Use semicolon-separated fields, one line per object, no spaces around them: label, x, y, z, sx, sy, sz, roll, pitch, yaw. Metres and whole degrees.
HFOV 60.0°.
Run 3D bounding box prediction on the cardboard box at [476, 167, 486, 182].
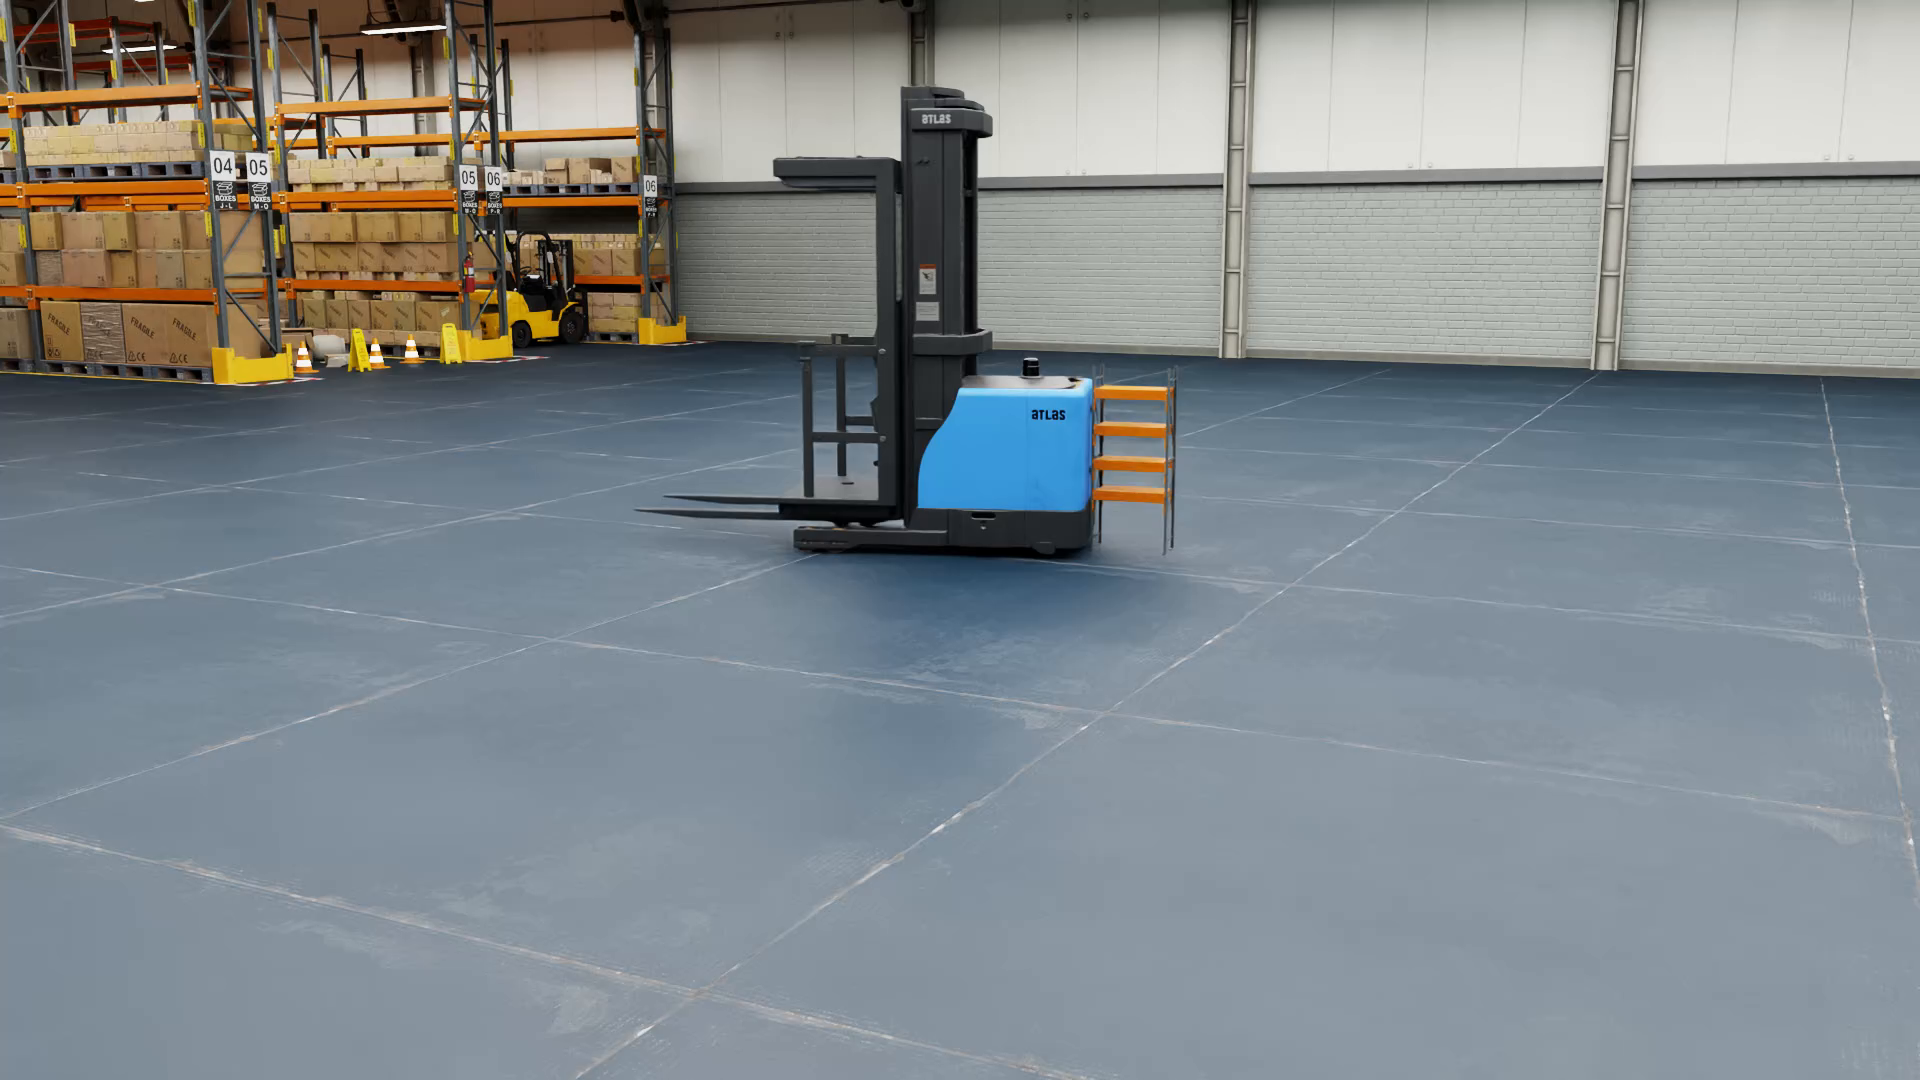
cardboard box;-8.384;-6.196;28.208;0.500;0.250;0.500;5;11;25

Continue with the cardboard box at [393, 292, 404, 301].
cardboard box;-9.468;-4.167;28.449;0.250;0.149;0.380;5;12;27

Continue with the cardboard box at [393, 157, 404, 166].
cardboard box;-9.357;-6.382;28.115;0.250;0.149;0.380;5;11;26

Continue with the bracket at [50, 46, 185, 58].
bracket;-19.685;-11.405;38.874;4.783;0.066;0.076;5;11;26

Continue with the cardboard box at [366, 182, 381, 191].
cardboard box;-9.892;-6.015;28.328;0.250;0.149;0.380;5;11;25

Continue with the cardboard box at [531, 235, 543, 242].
cardboard box;-8.353;-6.039;33.235;0.250;0.149;0.380;5;11;25

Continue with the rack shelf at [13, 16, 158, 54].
rack shelf;-17.019;-9.587;31.622;4.000;0.370;1.077;5;11;26

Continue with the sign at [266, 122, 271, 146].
sign;-9.900;-5.800;23.757;0.005;0.325;0.100;5;11;26

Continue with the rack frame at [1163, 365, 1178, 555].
rack frame;1.356;-0.515;10.704;0.015;1.200;0.240;4;11;19

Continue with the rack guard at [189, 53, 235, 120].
rack guard;-21.782;-6.748;31.672;4.258;6.000;15.961;5;11;26

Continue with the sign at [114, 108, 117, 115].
sign;-19.943;-10.196;39.232;0.005;0.325;0.100;5;11;26

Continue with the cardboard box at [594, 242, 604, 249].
cardboard box;-6.958;-5.777;32.623;0.250;0.149;0.380;5;11;25

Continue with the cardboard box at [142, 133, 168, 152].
cardboard box;-11.162;-5.605;23.481;0.500;0.250;0.500;5;11;26

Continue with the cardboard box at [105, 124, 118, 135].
cardboard box;-11.971;-5.860;23.772;0.250;0.149;0.380;5;11;26

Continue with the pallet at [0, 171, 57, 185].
pallet;-14.582;-5.529;25.470;1.217;0.209;0.805;5;11;24

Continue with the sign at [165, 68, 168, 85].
sign;-14.994;-8.734;31.376;0.005;0.325;0.100;5;11;26

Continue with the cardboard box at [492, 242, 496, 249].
cardboard box;-9.276;-5.975;33.720;0.250;0.149;0.380;5;11;25

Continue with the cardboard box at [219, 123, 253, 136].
cardboard box;-10.309;-5.845;23.686;0.250;0.149;0.380;5;11;26

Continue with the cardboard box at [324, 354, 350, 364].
cardboard box;-10.120;-2.943;27.076;0.380;0.149;0.250;-7;12;-33

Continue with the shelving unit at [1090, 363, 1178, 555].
shelving unit;1.126;-0.529;10.784;0.503;1.200;0.258;4;11;19

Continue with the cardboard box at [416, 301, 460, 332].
cardboard box;-8.885;-3.810;28.294;0.500;0.500;0.500;5;11;26

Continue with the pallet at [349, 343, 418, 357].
pallet;-9.922;-3.366;29.233;1.213;0.211;1.003;5;11;26

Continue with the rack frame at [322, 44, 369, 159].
rack frame;-13.033;-8.941;35.365;0.127;3.000;1.000;5;11;26

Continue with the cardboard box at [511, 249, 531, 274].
cardboard box;-8.689;-5.608;33.513;0.500;0.500;0.500;5;12;27

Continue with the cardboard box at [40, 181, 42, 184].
cardboard box;-17.833;-6.923;32.116;0.250;0.166;0.380;4;11;22

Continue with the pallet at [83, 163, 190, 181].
pallet;-11.919;-5.352;24.207;1.213;0.211;1.003;5;11;26

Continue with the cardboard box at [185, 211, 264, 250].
cardboard box;-10.466;-4.408;23.709;0.550;0.550;0.875;5;11;26

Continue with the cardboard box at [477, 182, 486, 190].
cardboard box;-8.205;-5.996;28.221;0.250;0.149;0.380;5;11;26

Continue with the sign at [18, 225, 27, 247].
sign;-13.969;-4.526;24.785;0.005;0.325;0.100;5;11;26

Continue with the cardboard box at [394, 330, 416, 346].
cardboard box;-9.356;-3.482;28.589;0.500;0.250;0.500;5;11;26

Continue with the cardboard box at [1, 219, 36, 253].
cardboard box;-14.186;-4.662;25.477;0.500;0.500;0.700;5;11;25

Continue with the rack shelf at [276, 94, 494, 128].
rack shelf;-9.845;-7.320;28.435;4.000;0.370;1.077;5;11;26

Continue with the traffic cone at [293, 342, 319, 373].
traffic cone;-9.999;-2.787;25.333;0.334;0.463;0.336;5;11;26

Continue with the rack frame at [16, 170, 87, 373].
rack frame;-13.738;-4.082;25.364;0.127;3.000;1.000;5;11;26

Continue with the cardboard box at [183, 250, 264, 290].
cardboard box;-10.504;-3.863;23.731;0.550;0.550;0.875;5;11;26

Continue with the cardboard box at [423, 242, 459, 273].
cardboard box;-8.660;-4.760;27.992;0.500;0.500;0.500;5;11;25

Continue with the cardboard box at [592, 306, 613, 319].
cardboard box;-6.878;-4.488;32.743;0.500;0.250;0.500;5;11;25

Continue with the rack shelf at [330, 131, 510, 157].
rack shelf;-11.239;-8.233;34.594;4.000;0.370;1.077;5;11;26

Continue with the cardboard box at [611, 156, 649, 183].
cardboard box;-6.363;-7.136;32.072;0.500;0.500;0.500;5;12;28

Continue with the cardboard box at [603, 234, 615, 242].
cardboard box;-6.754;-5.899;32.463;0.250;0.149;0.380;5;12;27

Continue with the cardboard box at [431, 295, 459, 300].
cardboard box;-10.611;-4.814;34.894;0.625;0.625;0.875;5;11;25

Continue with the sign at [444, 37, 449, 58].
sign;-8.315;-7.968;26.922;0.005;0.325;0.100;5;11;26

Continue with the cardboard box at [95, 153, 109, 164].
cardboard box;-12.198;-5.488;23.952;0.250;0.149;0.380;5;11;27

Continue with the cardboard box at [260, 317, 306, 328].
cardboard box;-12.110;-3.835;30.199;0.625;0.372;0.950;5;11;27

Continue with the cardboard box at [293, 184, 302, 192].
cardboard box;-11.465;-6.169;29.176;0.250;0.149;0.380;5;11;25

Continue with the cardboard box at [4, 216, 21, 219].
cardboard box;-18.981;-6.438;33.470;0.250;0.149;0.380;5;11;25

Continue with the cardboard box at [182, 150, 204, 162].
cardboard box;-10.599;-5.347;23.177;0.250;0.149;0.380;5;11;26

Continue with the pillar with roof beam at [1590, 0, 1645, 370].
pillar with roof beam;8.153;-6.404;21.344;0.400;9.000;9.100;5;11;26

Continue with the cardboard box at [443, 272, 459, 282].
cardboard box;-8.481;-4.437;28.031;0.250;0.149;0.380;5;12;28

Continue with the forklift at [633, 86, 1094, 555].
forklift;-0.640;-1.445;10.987;3.031;2.935;1.130;2;10;8

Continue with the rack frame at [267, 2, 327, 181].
rack frame;-11.638;-7.833;29.242;0.127;3.000;1.000;5;11;26

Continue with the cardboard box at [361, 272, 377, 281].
cardboard box;-10.116;-4.564;28.728;0.250;0.149;0.380;5;11;26

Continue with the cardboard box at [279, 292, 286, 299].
cardboard box;-14.764;-5.392;36.621;0.250;0.149;0.380;4;11;23
